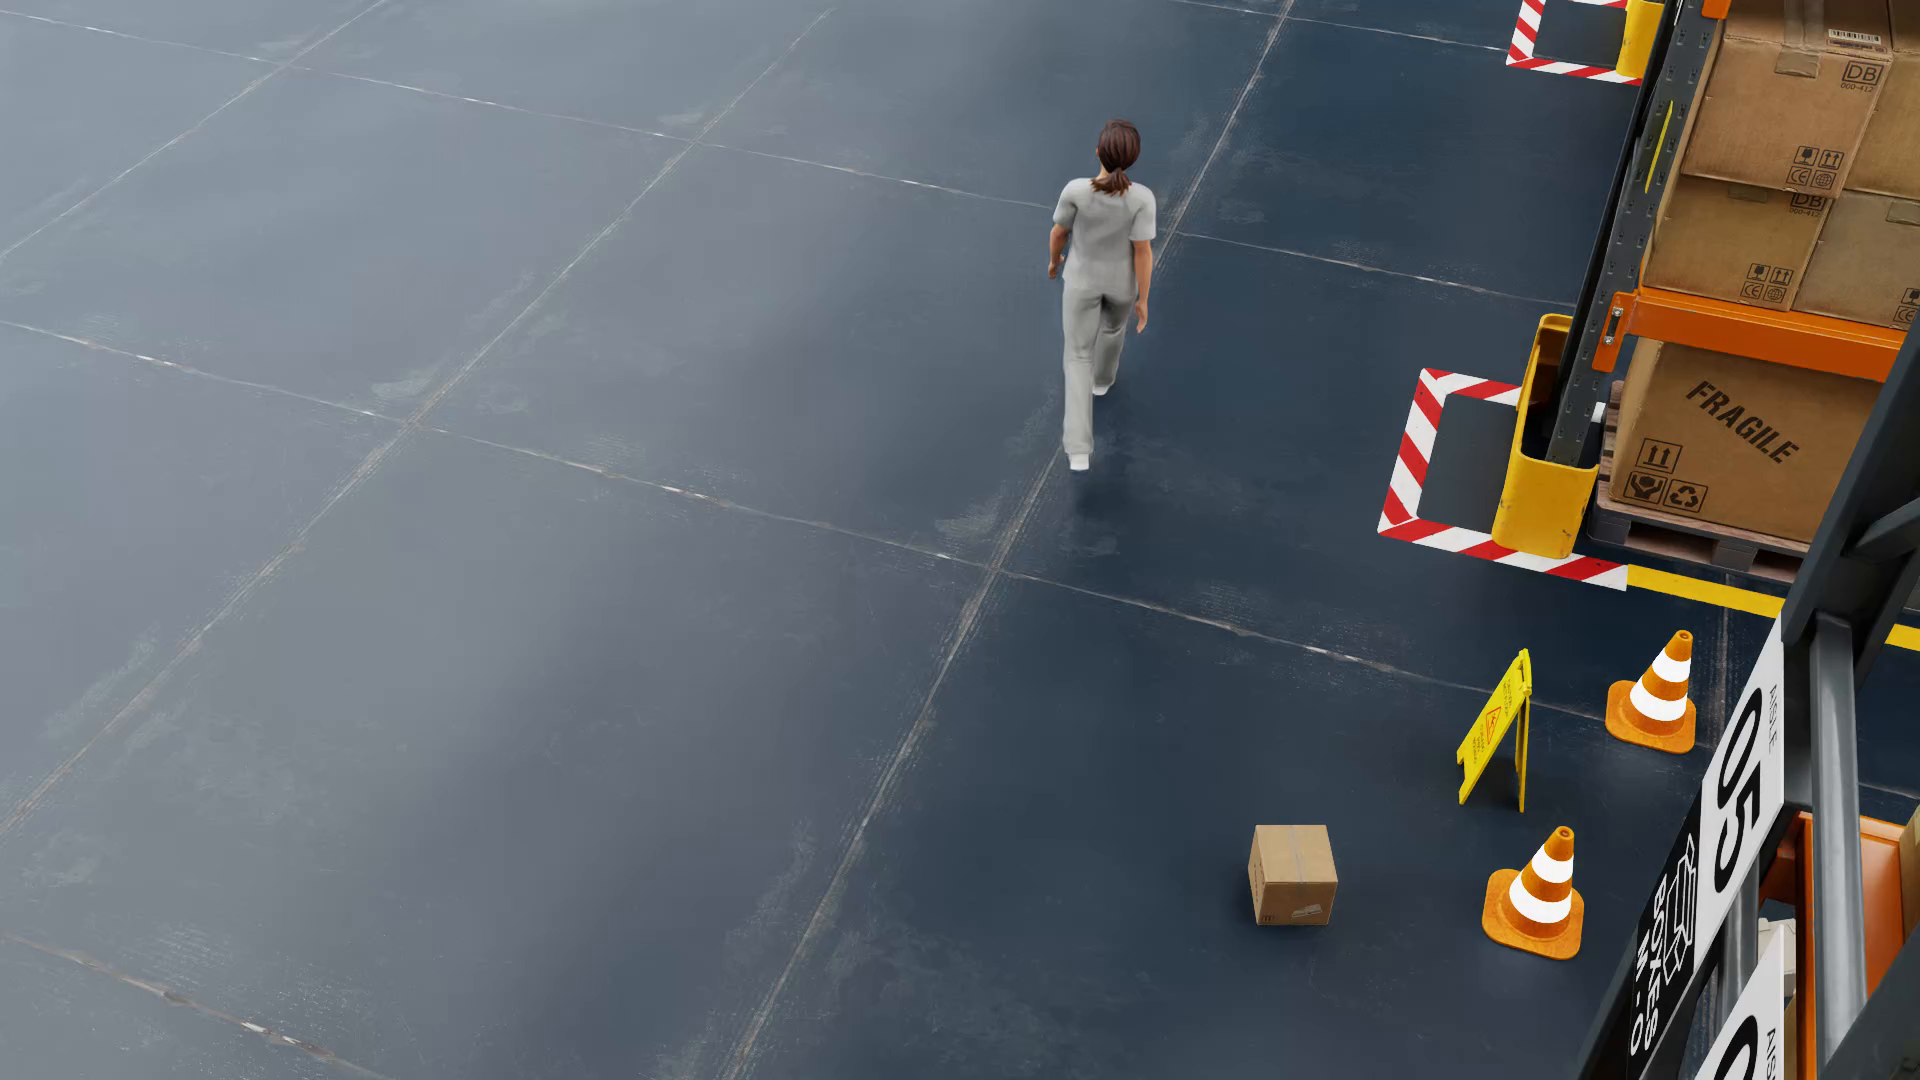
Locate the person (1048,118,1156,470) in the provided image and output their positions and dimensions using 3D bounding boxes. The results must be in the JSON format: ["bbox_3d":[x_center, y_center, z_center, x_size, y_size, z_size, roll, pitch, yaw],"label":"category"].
[{"bbox_3d":[0.624,-1.164,7.474,0.454,1.617,1.040,1,42,1],"label":"person"}]
